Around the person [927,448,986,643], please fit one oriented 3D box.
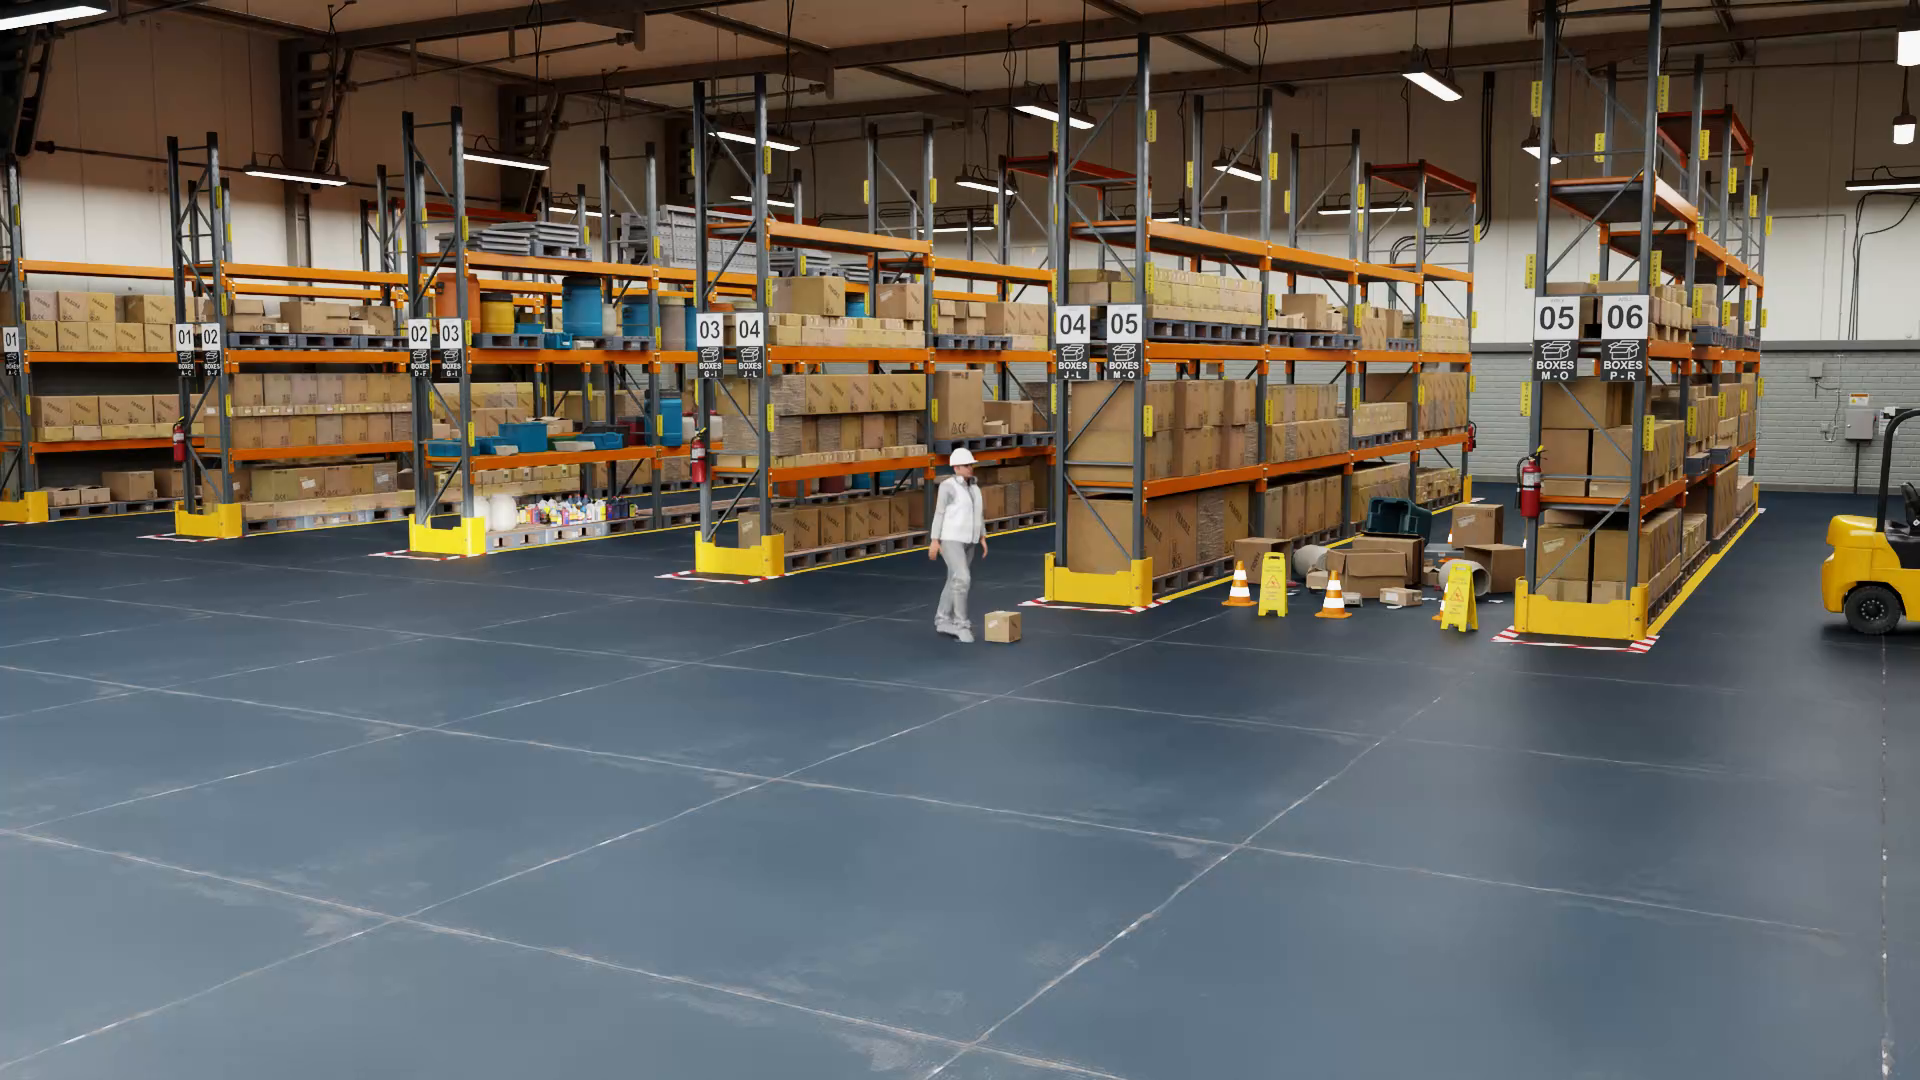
[{"bbox_3d":[0.021,0.039,15.689,0.628,1.810,0.581,4,7,37],"label":"person"}]
